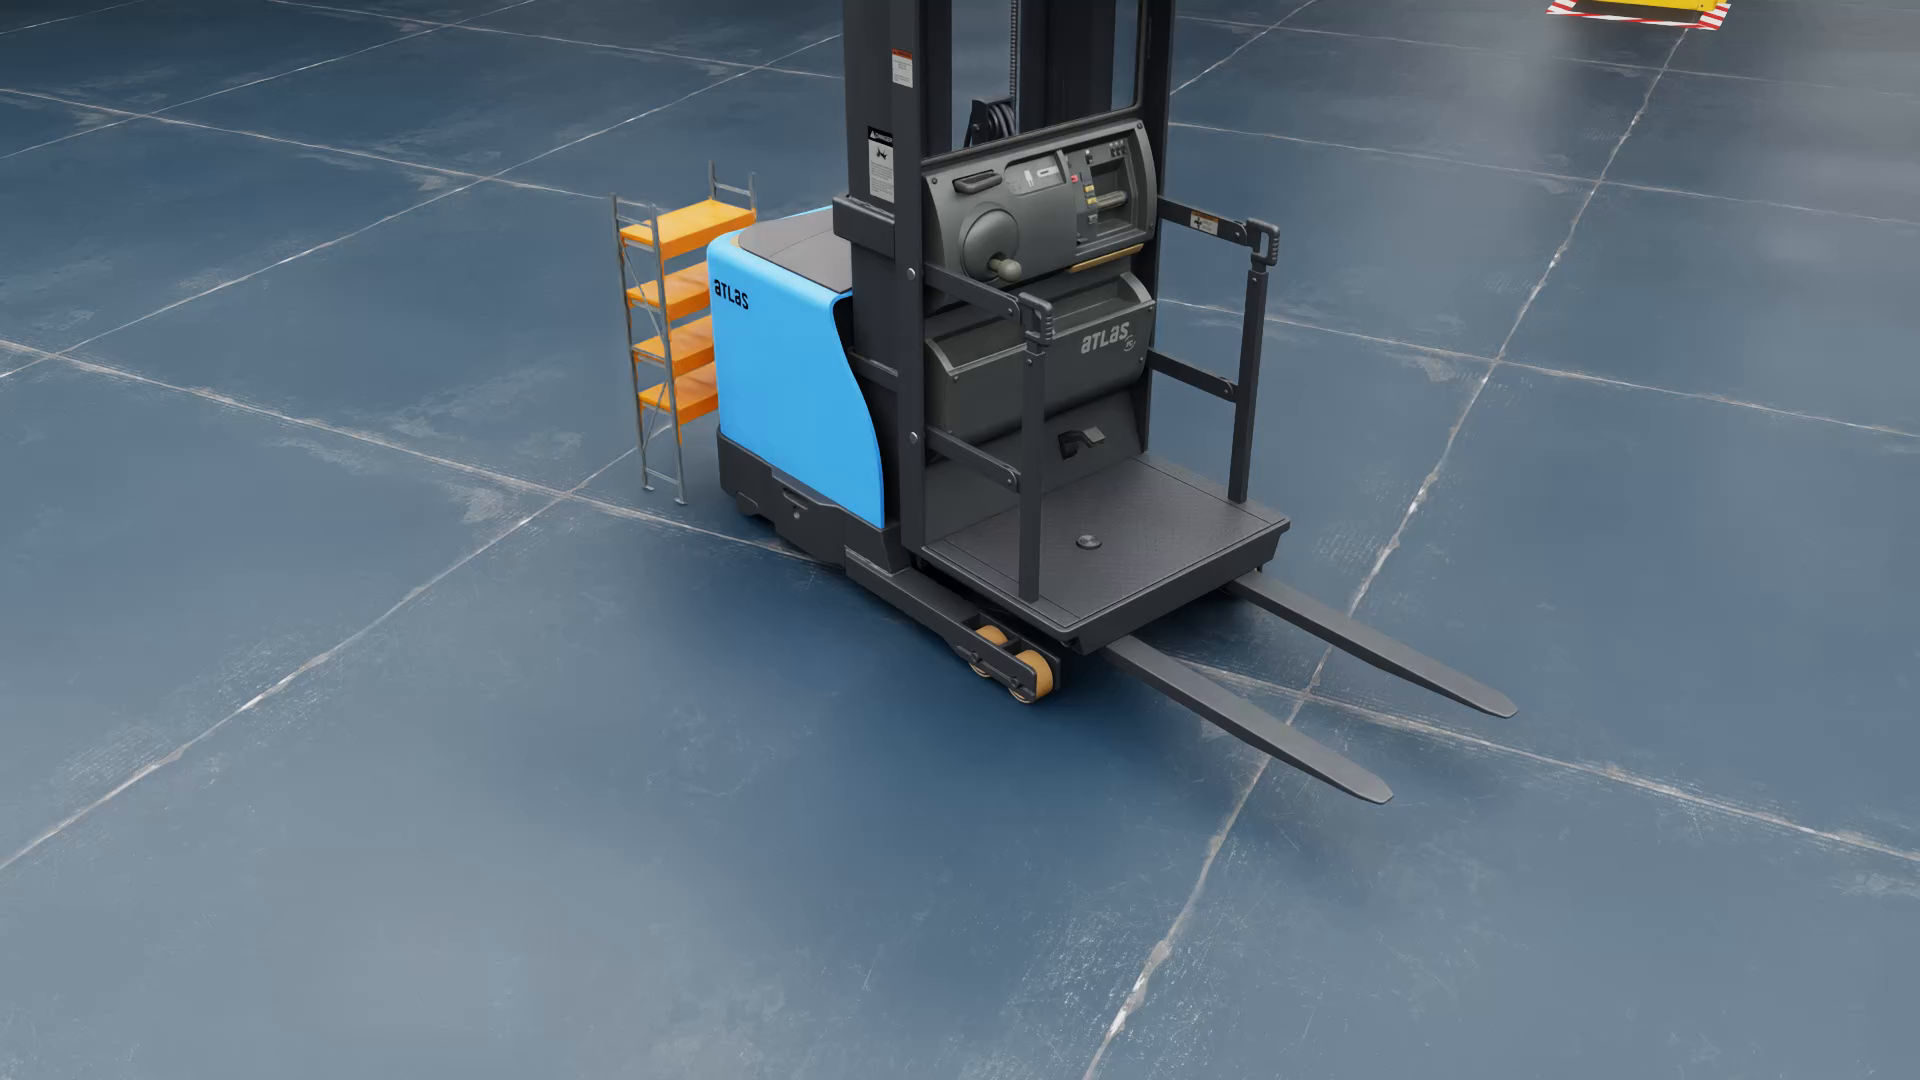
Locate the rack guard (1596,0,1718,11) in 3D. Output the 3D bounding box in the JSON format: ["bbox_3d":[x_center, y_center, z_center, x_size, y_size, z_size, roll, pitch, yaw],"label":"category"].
[{"bbox_3d":[5.890,-4.866,14.222,1.175,0.500,0.348,14,33,23],"label":"rack guard"}]

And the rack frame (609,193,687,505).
[{"bbox_3d":[-1.170,-0.698,6.257,0.240,1.200,0.015,22,36,34],"label":"rack frame"}]

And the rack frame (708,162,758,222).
[{"bbox_3d":[-0.860,-0.886,6.584,0.240,1.200,0.015,22,36,34],"label":"rack frame"}]

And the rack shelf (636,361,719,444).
[{"bbox_3d":[-1.013,-0.560,6.551,0.258,0.148,0.480,22,36,34],"label":"rack shelf"}]

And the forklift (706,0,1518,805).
[{"bbox_3d":[0.413,-1.034,5.108,1.130,2.935,3.031,-23,37,-35],"label":"forklift"}]

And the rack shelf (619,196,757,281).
[{"bbox_3d":[-1.019,-1.134,6.227,0.258,0.148,0.480,22,36,34],"label":"rack shelf"}]

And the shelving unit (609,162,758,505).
[{"bbox_3d":[-1.015,-0.792,6.421,0.258,1.200,0.503,22,36,34],"label":"shelving unit"}]

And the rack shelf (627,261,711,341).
[{"bbox_3d":[-1.016,-0.928,6.344,0.258,0.148,0.480,22,36,34],"label":"rack shelf"}]

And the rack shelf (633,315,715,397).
[{"bbox_3d":[-1.014,-0.733,6.454,0.258,0.148,0.480,22,36,34],"label":"rack shelf"}]
